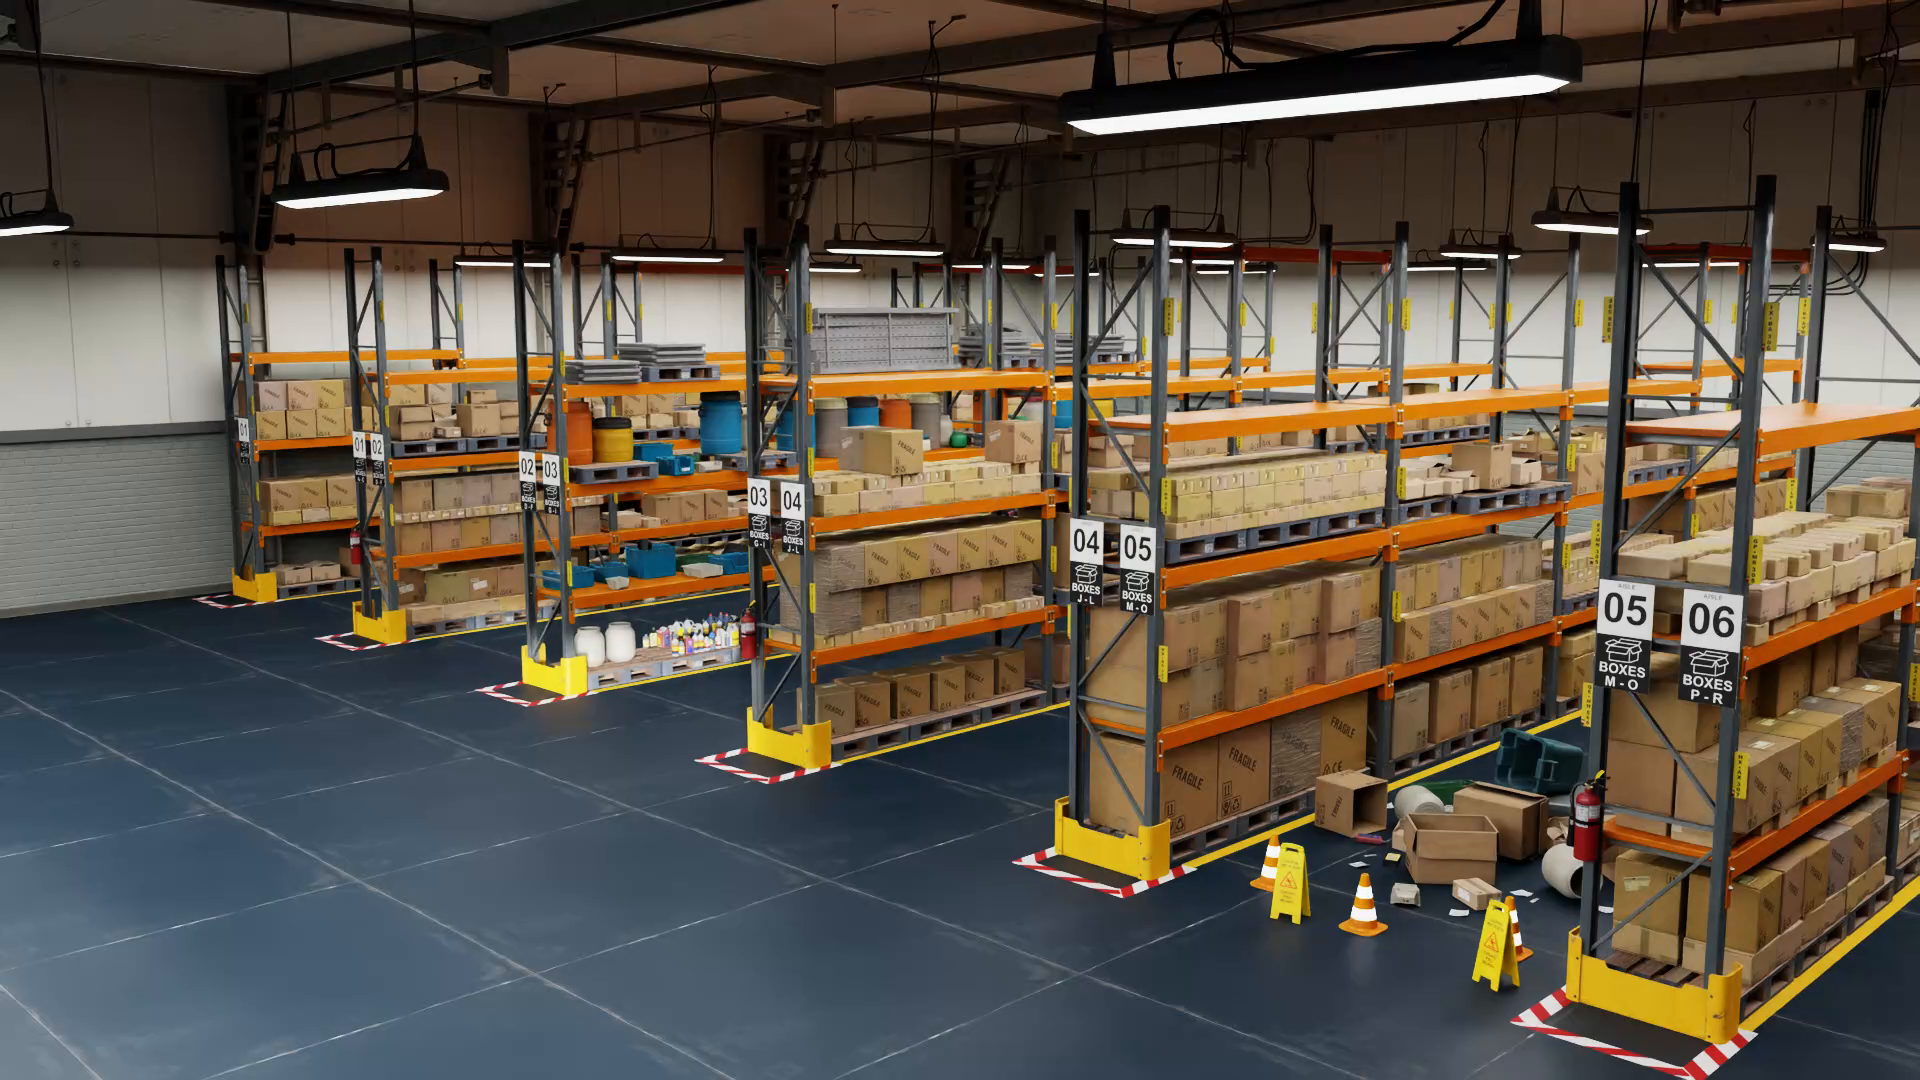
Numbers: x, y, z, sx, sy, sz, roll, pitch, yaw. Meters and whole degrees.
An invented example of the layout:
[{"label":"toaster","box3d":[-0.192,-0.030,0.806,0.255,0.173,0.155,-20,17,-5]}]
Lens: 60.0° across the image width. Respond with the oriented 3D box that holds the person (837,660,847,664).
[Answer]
[{"label":"person","box3d":[-1.504,0.864,24.233,0.561,1.802,0.721,1,8,4]}]
